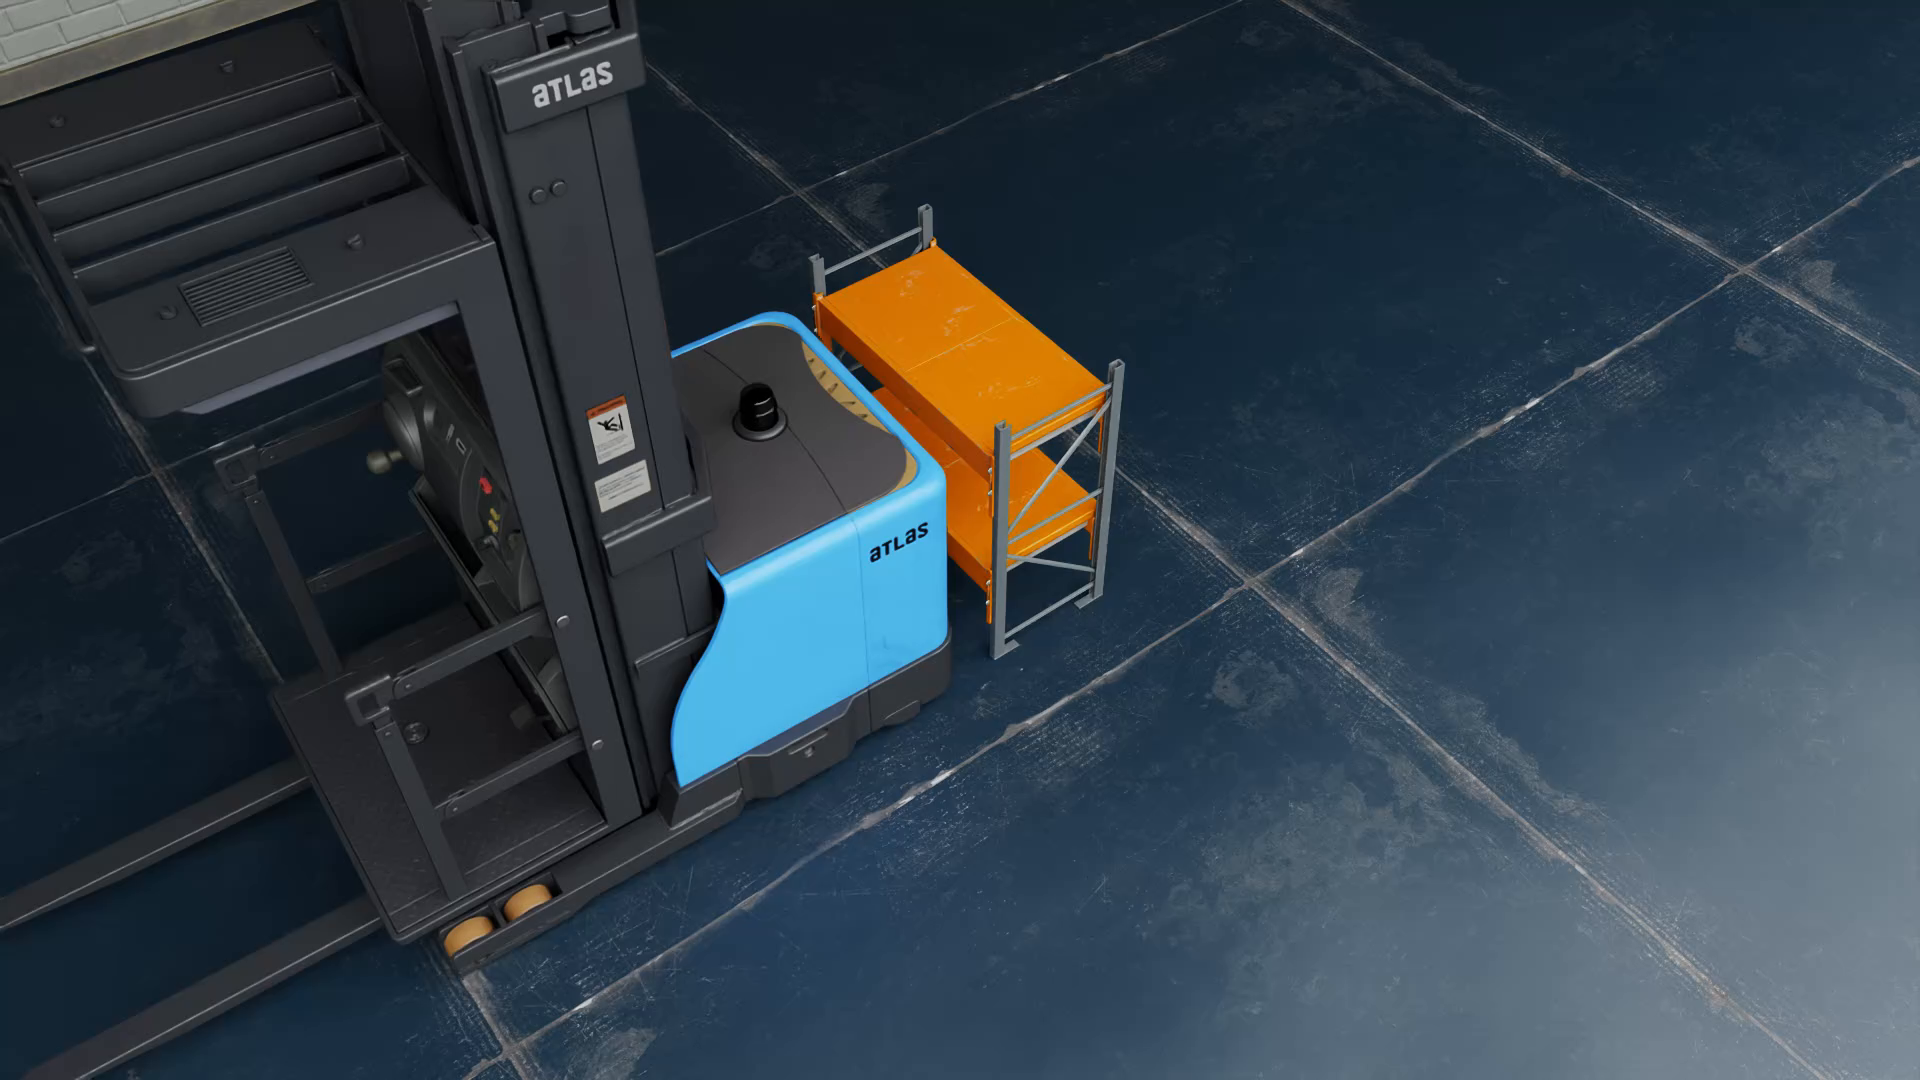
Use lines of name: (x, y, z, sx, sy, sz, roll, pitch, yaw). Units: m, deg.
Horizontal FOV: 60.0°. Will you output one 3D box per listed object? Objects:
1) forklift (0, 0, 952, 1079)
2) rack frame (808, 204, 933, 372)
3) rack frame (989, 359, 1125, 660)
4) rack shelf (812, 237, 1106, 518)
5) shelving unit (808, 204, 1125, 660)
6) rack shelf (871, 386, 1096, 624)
forklift: (-1.528, -0.130, 4.389, 3.031, 2.935, 1.130, -27, 53, -23)
rack frame: (-0.304, -0.674, 6.101, 0.500, 1.125, 0.032, -29, 54, -24)
rack frame: (0.312, -0.074, 5.558, 0.500, 1.125, 0.032, -29, 54, -24)
rack shelf: (0.004, -0.570, 5.613, 0.538, 0.278, 1.000, -29, 54, -24)
shelving unit: (0.004, -0.374, 5.830, 0.538, 1.125, 1.048, -29, 54, -24)
rack shelf: (0.004, -0.210, 6.011, 0.538, 0.278, 1.000, -29, 54, -24)
